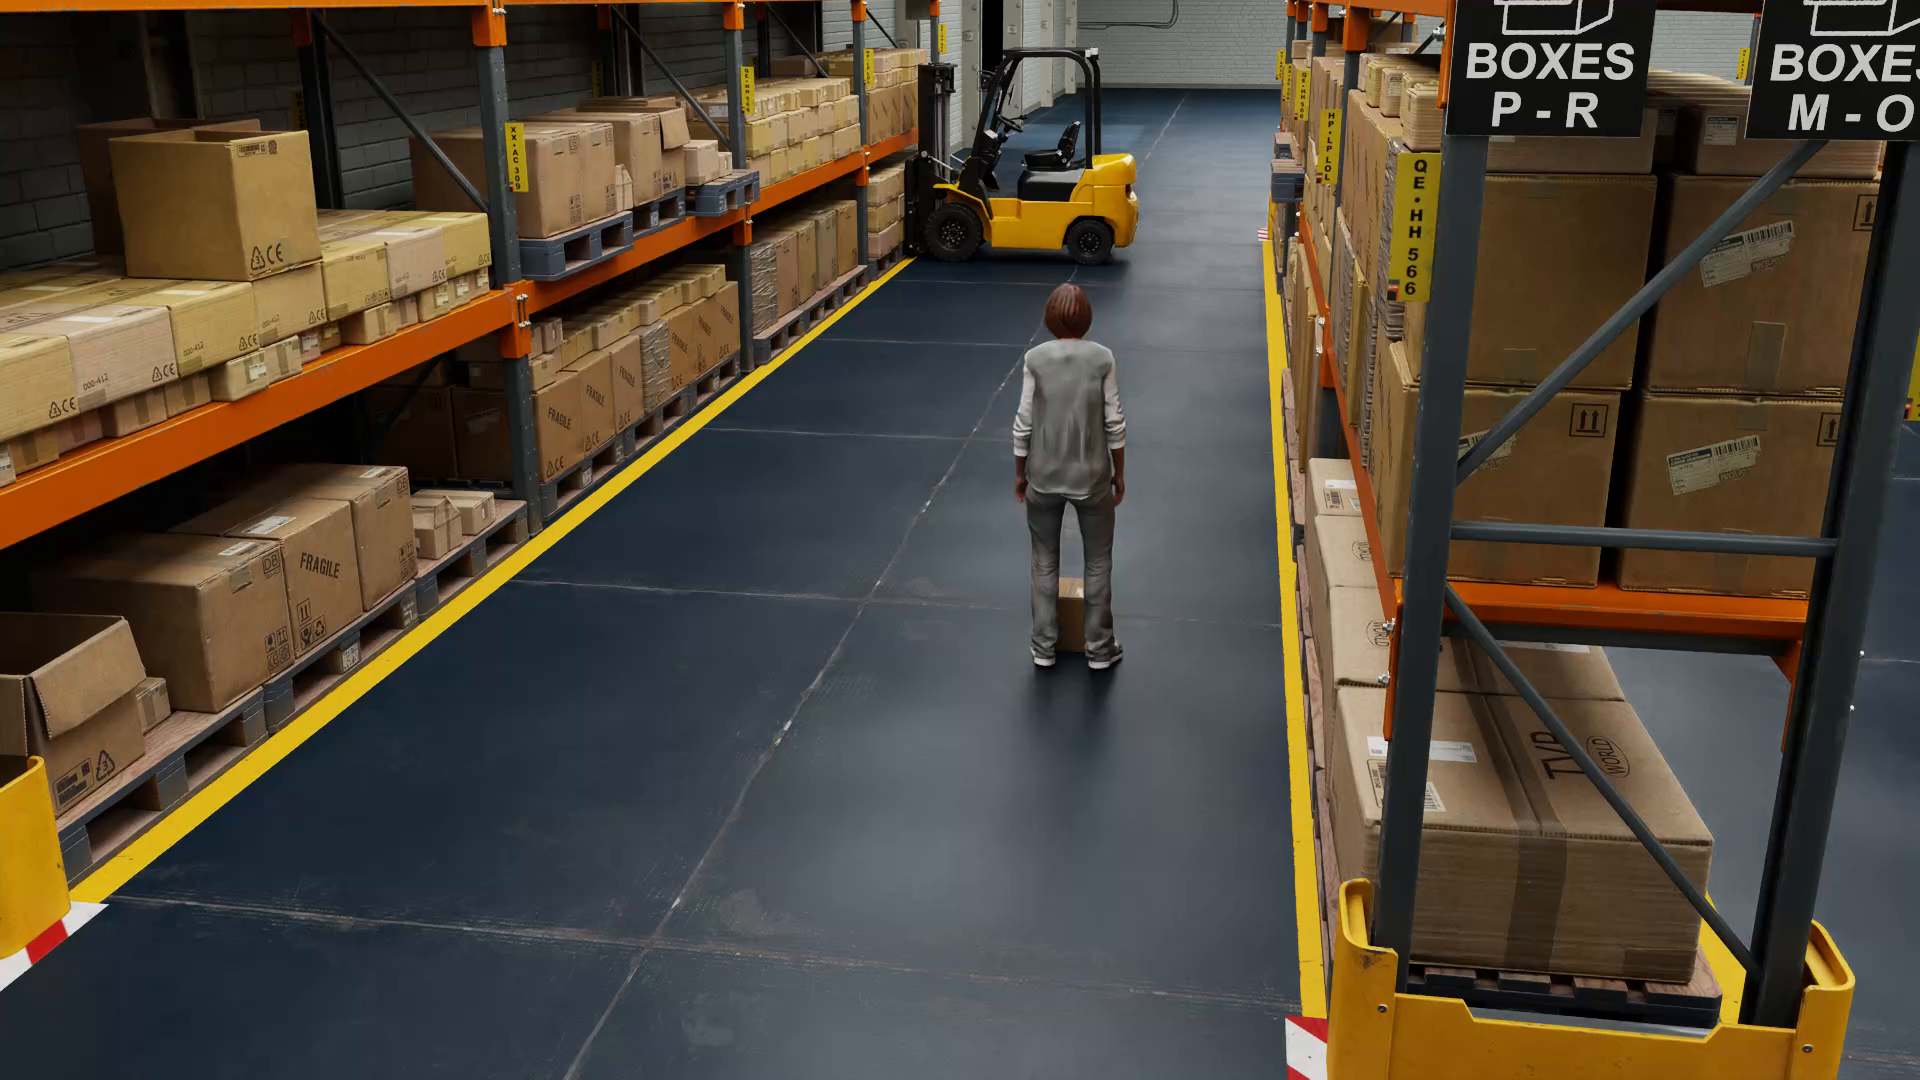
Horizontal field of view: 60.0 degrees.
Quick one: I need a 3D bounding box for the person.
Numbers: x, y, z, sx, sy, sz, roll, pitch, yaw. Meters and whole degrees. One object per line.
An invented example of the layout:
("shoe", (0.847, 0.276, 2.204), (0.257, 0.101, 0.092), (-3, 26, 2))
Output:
("person", (0.451, -0.233, 6.805), (0.473, 1.580, 0.347), (2, 18, 7))
